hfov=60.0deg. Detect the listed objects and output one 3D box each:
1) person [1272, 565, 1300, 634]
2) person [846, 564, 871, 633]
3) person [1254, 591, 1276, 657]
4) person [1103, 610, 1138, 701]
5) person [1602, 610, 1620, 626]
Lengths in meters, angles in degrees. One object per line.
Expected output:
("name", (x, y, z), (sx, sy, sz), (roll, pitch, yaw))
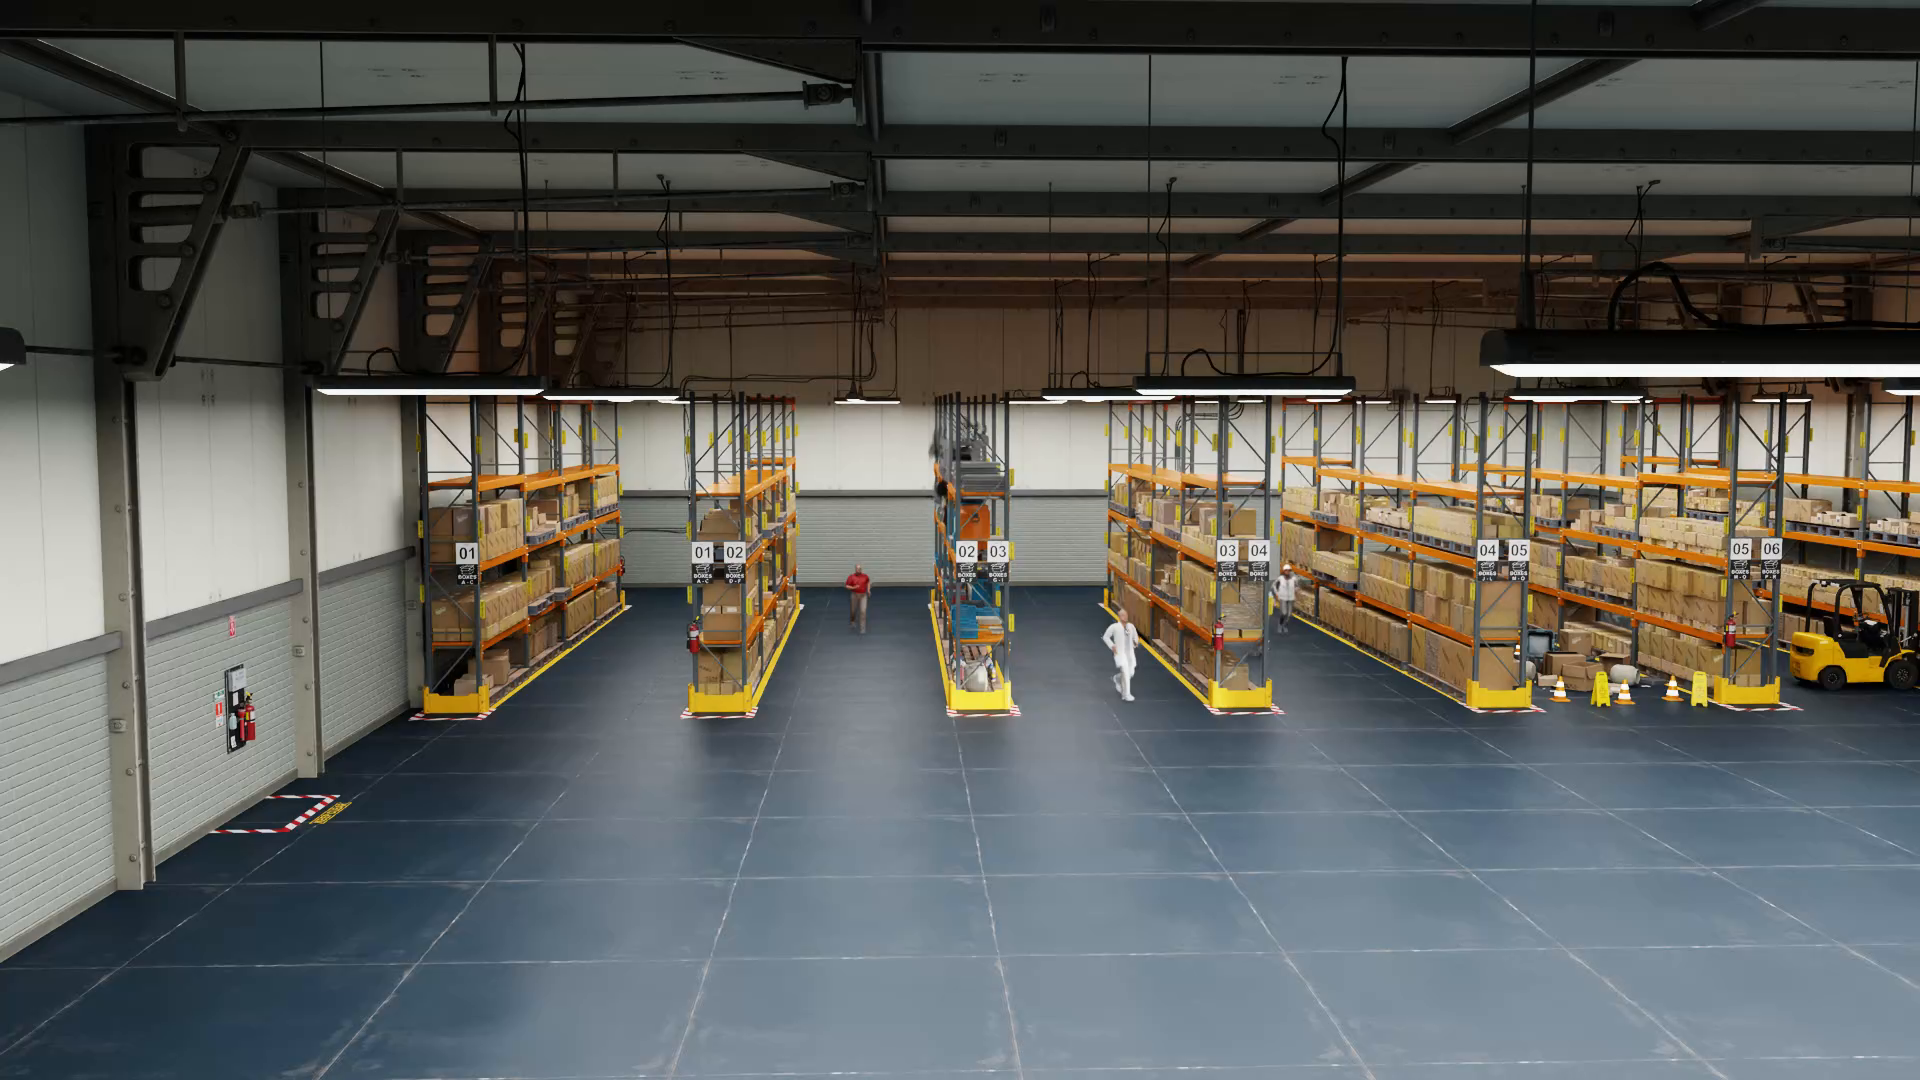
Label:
("person", (8.221, 1.498, 41.790), (0.661, 1.758, 0.677), (0, 5, -4))
("person", (-2.569, 1.471, 42.164), (0.667, 1.705, 0.980), (-1, 5, -12))
("person", (6.942, 1.802, 38.224), (0.624, 1.859, 0.755), (0, 5, -5))
("person", (3.181, 2.243, 32.566), (0.720, 1.745, 0.896), (-2, 5, -25))
("person", (16.598, 1.468, 42.385), (0.681, 1.726, 0.542), (0, 5, -5))
